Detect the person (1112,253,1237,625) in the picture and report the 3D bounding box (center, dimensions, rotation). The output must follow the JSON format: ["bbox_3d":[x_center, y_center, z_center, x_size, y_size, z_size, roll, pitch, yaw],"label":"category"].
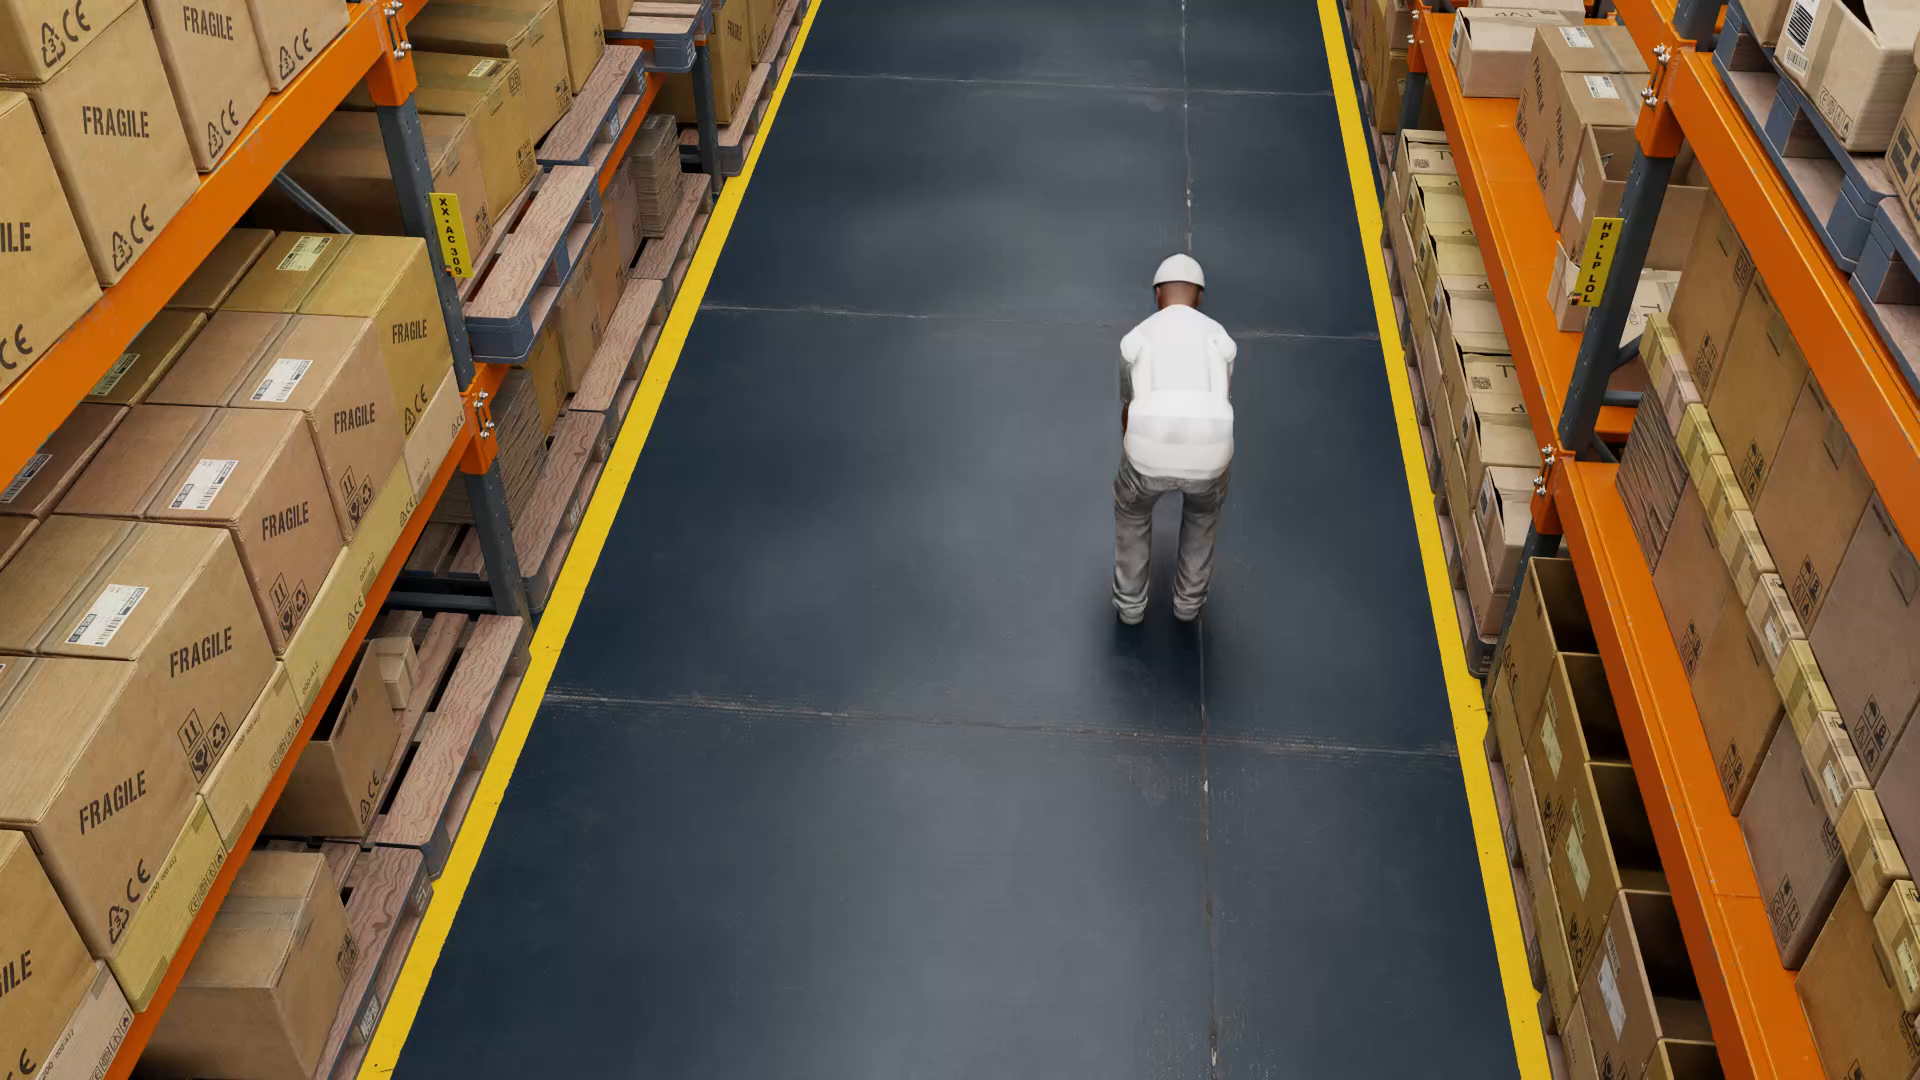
[{"bbox_3d":[0.871,-0.386,6.899,0.473,1.404,0.898,2,40,3],"label":"person"}]
